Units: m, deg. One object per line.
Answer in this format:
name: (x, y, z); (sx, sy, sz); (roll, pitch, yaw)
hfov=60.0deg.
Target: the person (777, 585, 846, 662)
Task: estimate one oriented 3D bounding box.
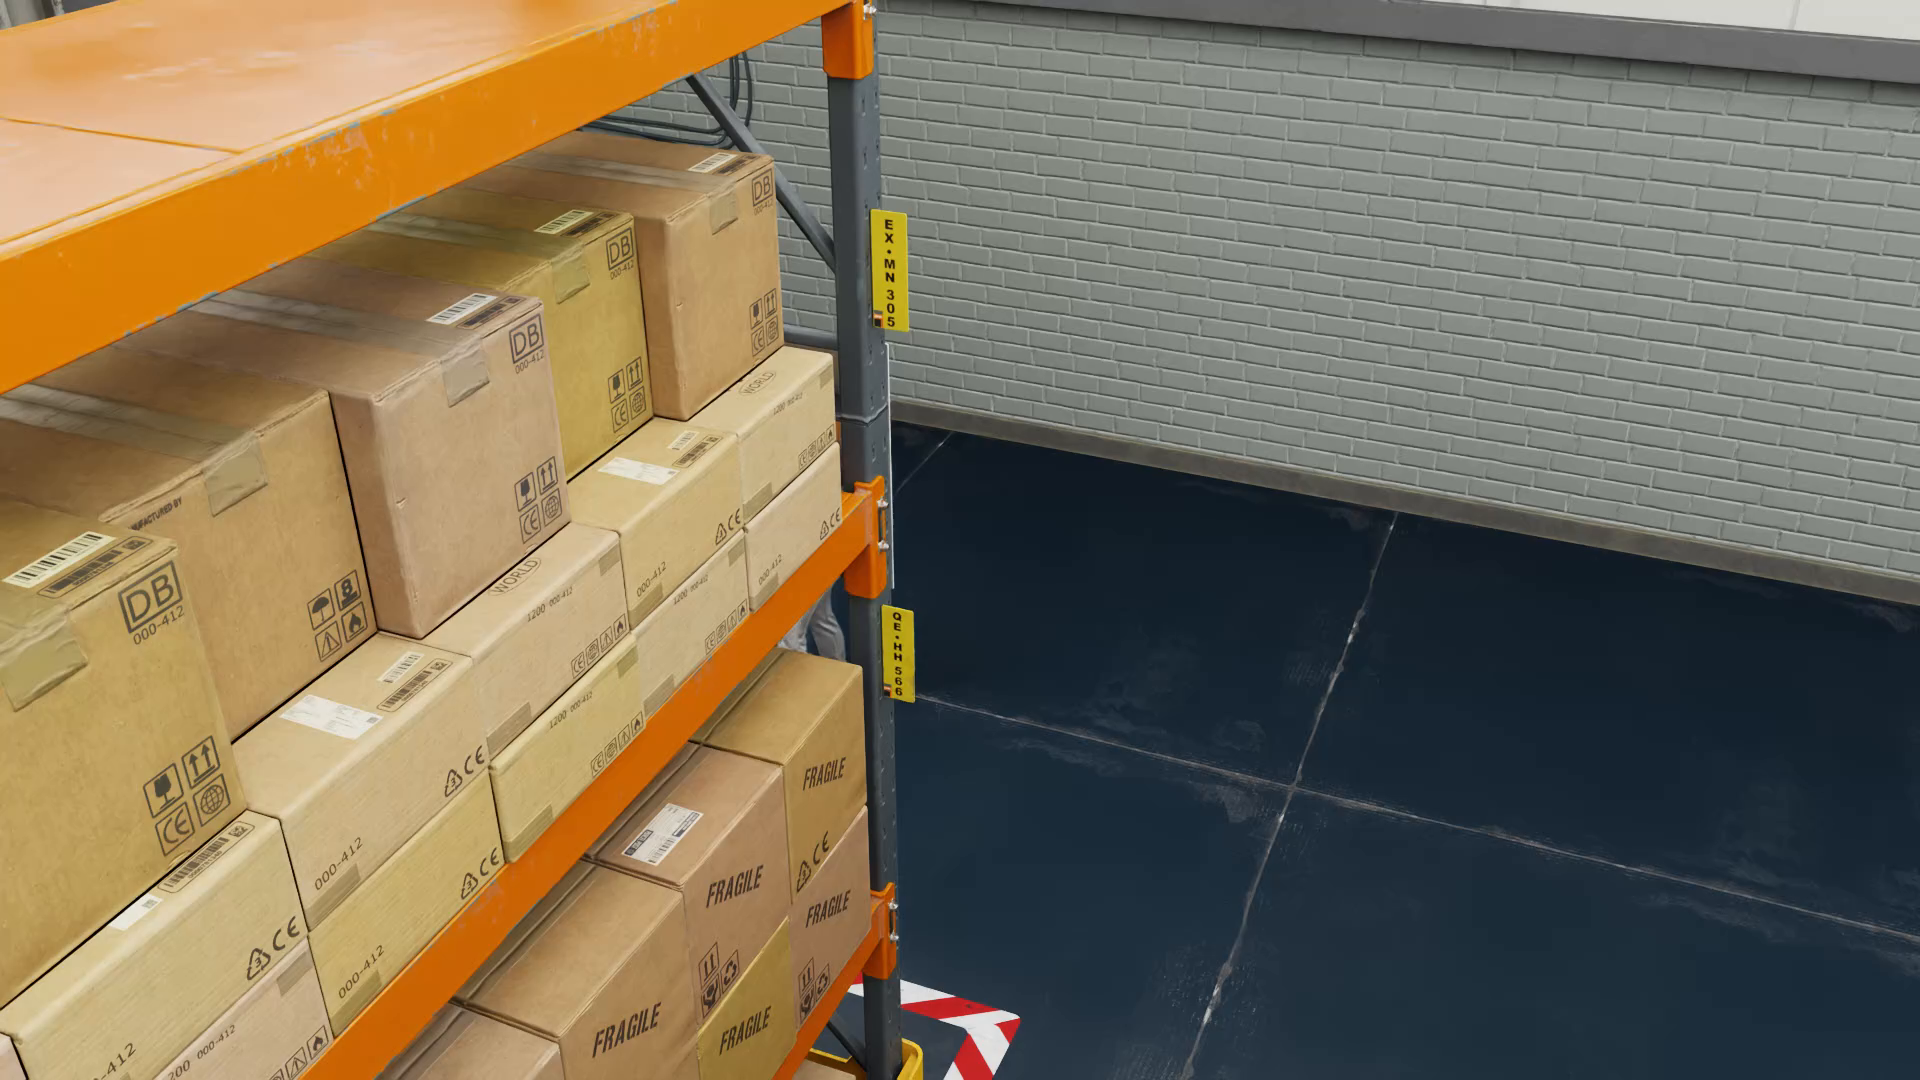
person: (-0.848, 0.109, 8.184); (0.580, 1.662, 0.512); (-6, 30, -10)
